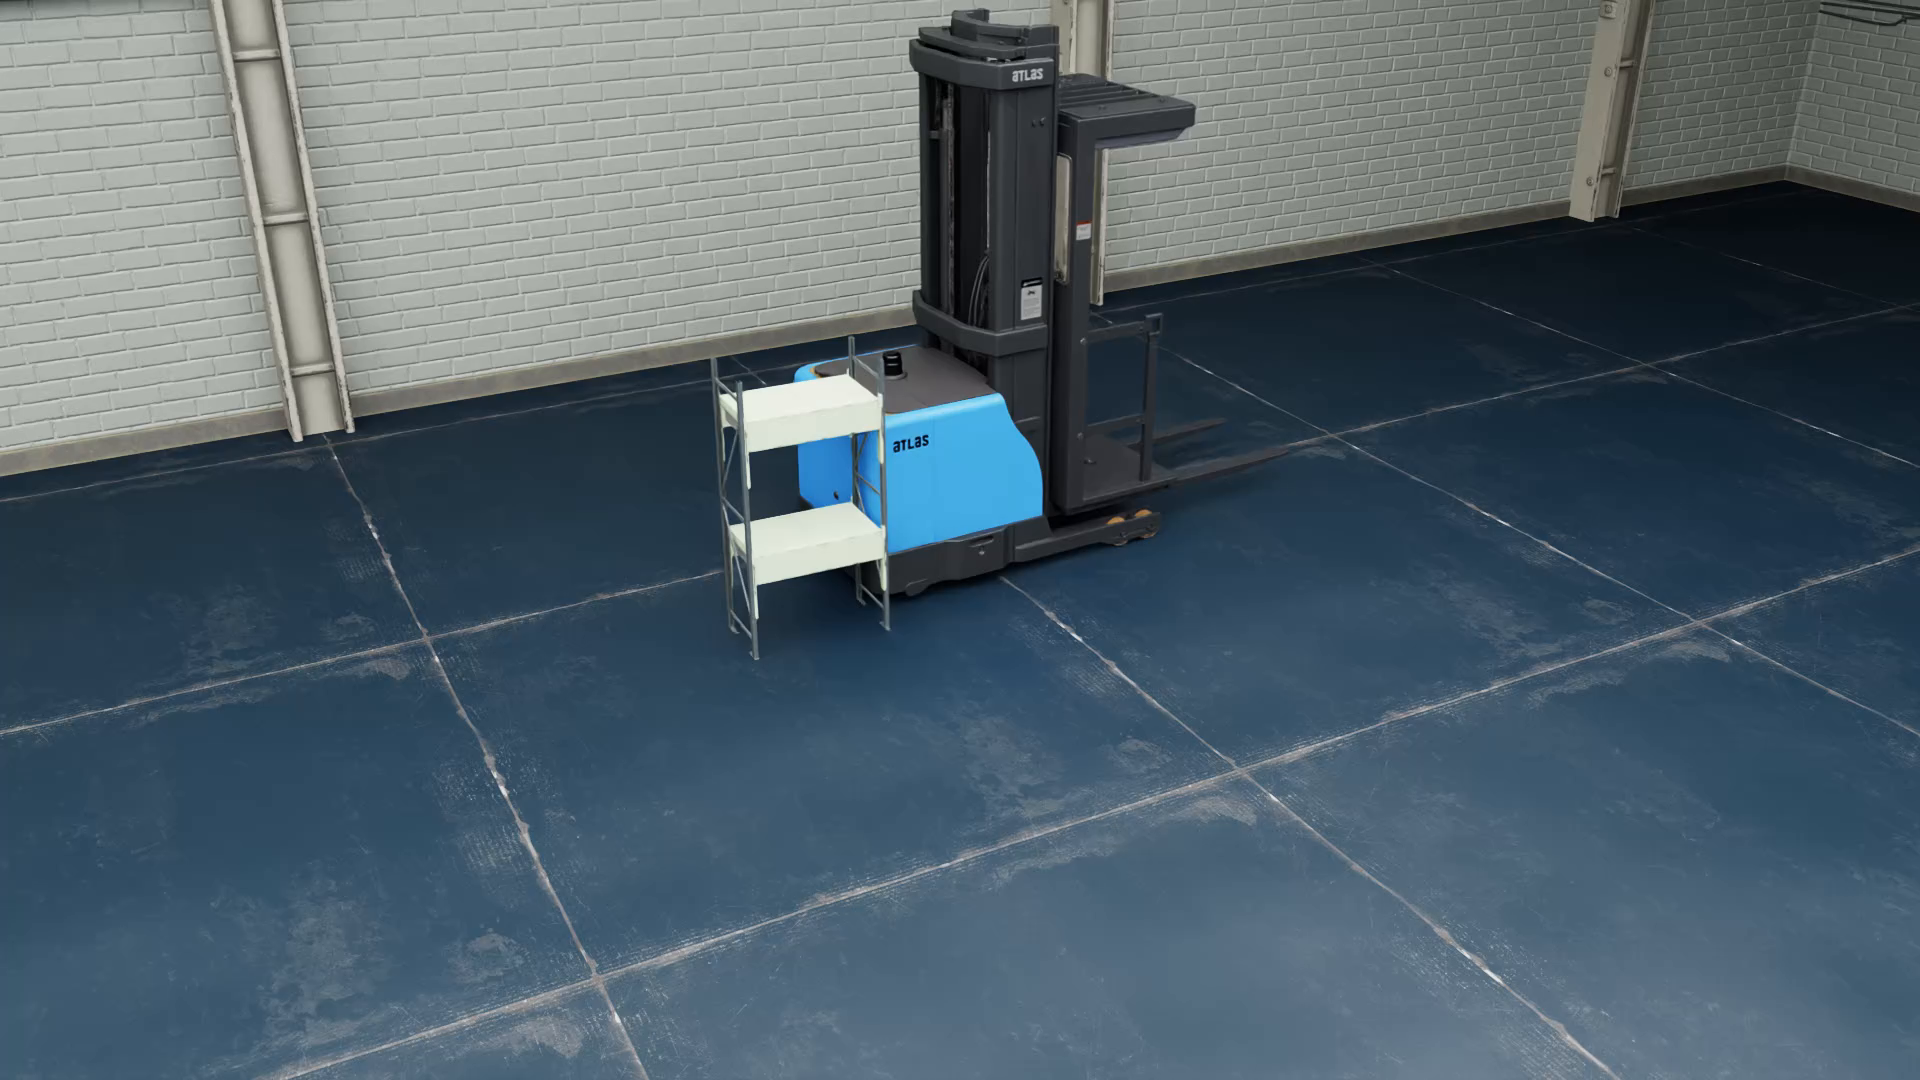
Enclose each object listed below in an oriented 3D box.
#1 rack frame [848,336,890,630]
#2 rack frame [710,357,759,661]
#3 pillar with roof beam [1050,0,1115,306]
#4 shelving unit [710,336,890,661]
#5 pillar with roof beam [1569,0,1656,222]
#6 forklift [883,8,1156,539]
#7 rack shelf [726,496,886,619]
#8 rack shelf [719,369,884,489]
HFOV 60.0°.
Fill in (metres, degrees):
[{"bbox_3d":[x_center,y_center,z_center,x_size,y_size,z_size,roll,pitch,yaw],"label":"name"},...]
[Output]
[{"bbox_3d":[-0.470,-0.281,8.603,0.023,1.500,0.400,-12,28,-24],"label":"rack frame"},{"bbox_3d":[-1.124,-0.140,8.308,0.023,1.500,0.400,-12,28,-24],"label":"rack frame"},{"bbox_3d":[2.973,-4.388,8.493,0.400,9.000,9.100,-13,29,-25],"label":"pillar with roof beam"},{"bbox_3d":[-0.797,-0.210,8.455,0.755,1.500,0.431,-12,28,-24],"label":"shelving unit"},{"bbox_3d":[8.267,-5.610,11.038,0.400,9.000,9.100,-13,29,-25],"label":"pillar with roof beam"},{"bbox_3d":[0.595,-1.468,9.420,3.031,2.935,1.121,-14,29,-27],"label":"forklift"},{"bbox_3d":[-0.797,0.084,8.596,0.720,0.370,0.431,-12,28,-24],"label":"rack shelf"},{"bbox_3d":[-0.797,-0.562,8.286,0.720,0.370,0.431,-12,28,-24],"label":"rack shelf"}]
